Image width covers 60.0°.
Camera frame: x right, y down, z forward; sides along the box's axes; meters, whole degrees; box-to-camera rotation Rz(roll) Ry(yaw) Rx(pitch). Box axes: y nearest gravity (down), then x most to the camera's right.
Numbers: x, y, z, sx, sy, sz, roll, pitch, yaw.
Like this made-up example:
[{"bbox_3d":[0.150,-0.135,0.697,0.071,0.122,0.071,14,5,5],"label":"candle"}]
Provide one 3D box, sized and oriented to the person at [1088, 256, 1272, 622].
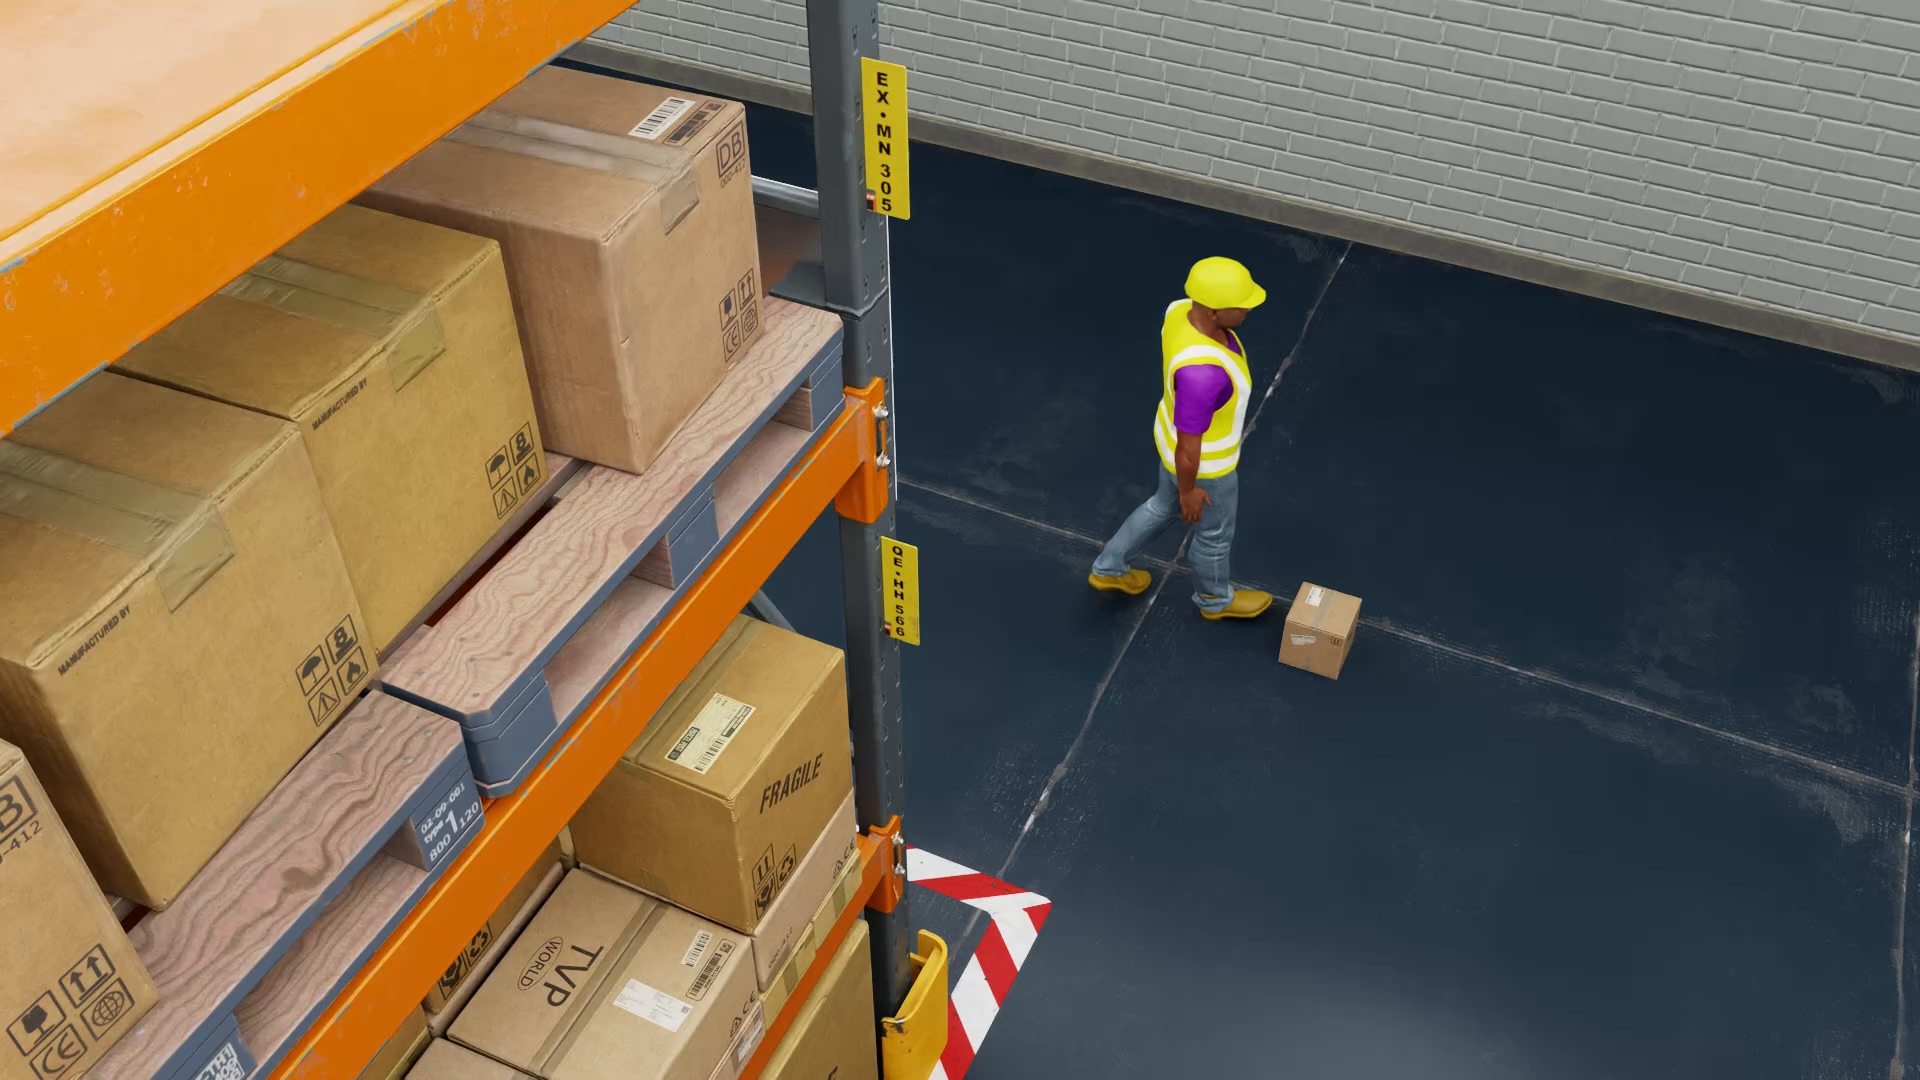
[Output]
[{"bbox_3d":[0.938,-0.360,6.546,0.770,1.770,0.588,-4,42,-4],"label":"person"}]
